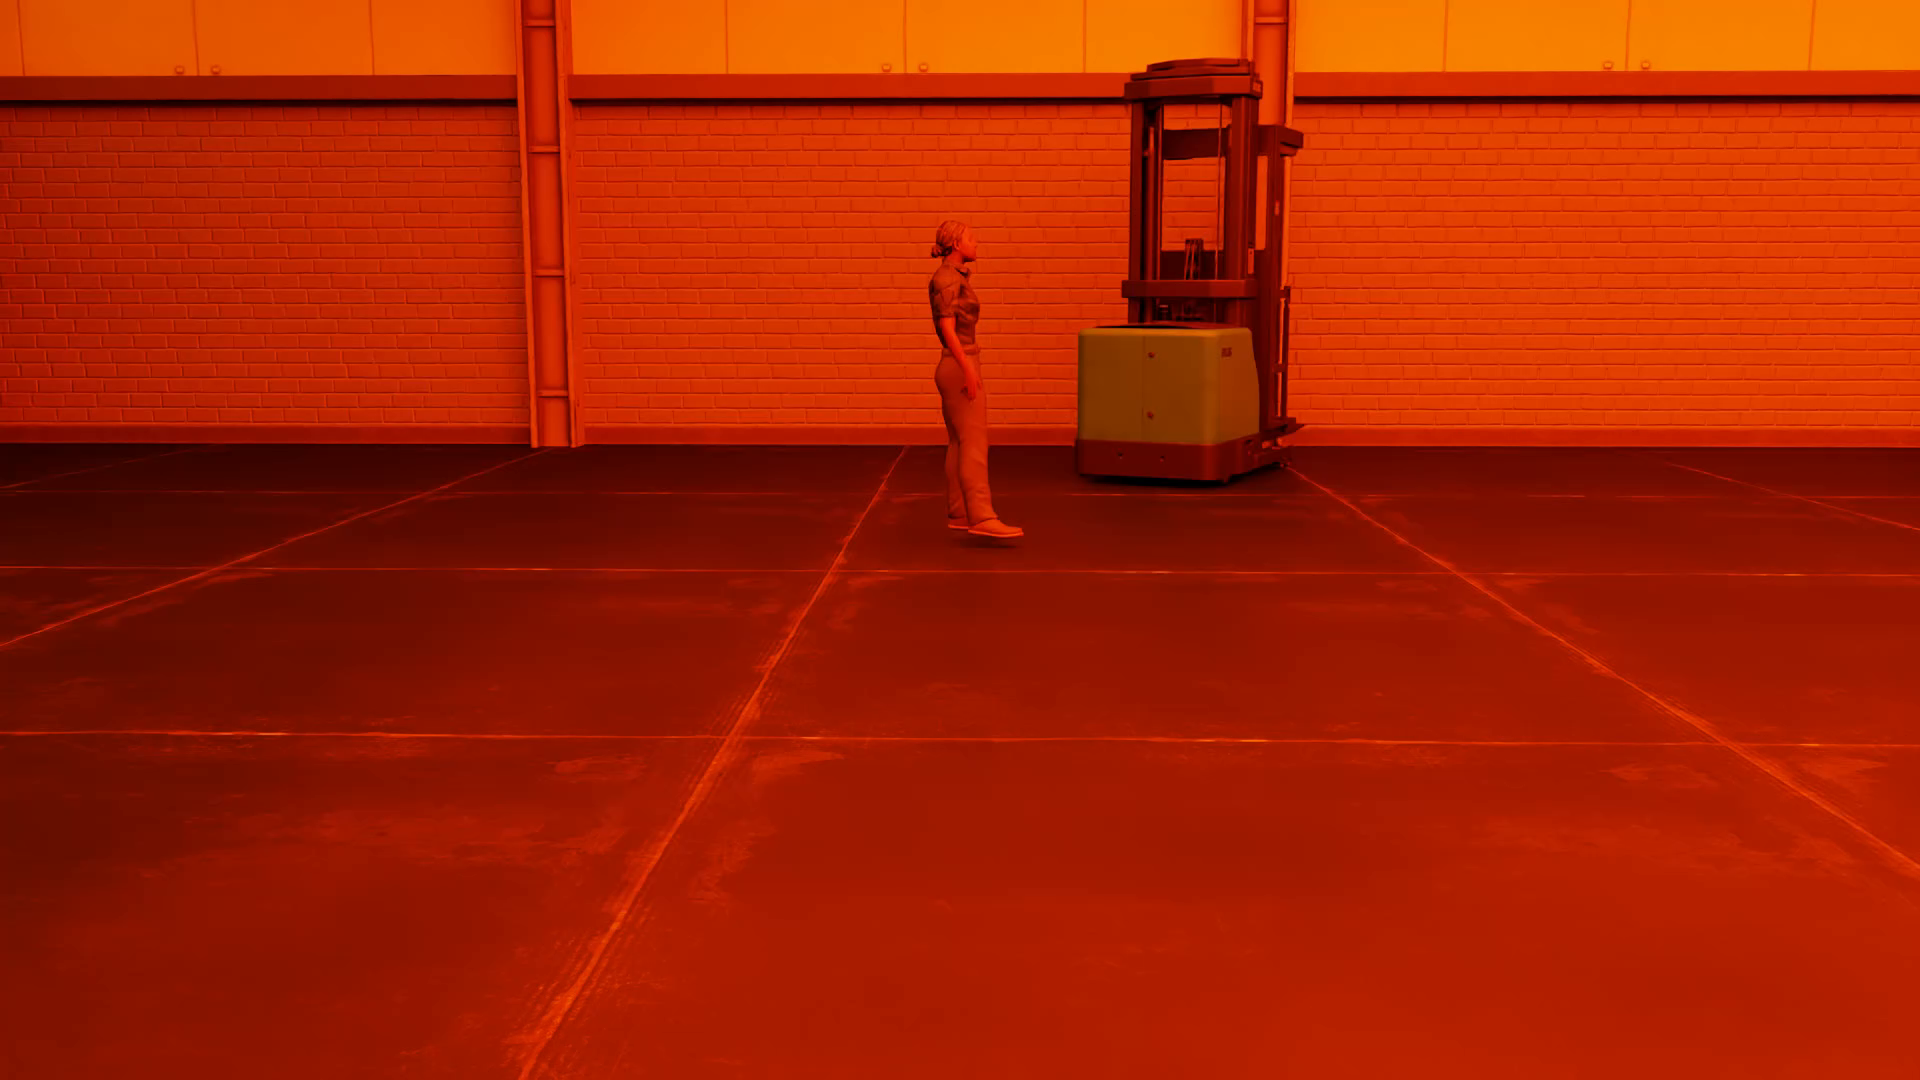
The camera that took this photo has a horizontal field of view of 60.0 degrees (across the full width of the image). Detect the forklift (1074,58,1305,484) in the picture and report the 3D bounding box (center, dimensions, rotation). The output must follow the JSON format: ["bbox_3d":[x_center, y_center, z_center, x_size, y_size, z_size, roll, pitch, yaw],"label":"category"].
[{"bbox_3d":[1.901,-2.011,12.464,1.130,2.935,3.031,4,10,26],"label":"forklift"}]

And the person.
[{"bbox_3d":[0.087,-0.862,8.848,0.503,1.656,0.569,0,9,1],"label":"person"}]
